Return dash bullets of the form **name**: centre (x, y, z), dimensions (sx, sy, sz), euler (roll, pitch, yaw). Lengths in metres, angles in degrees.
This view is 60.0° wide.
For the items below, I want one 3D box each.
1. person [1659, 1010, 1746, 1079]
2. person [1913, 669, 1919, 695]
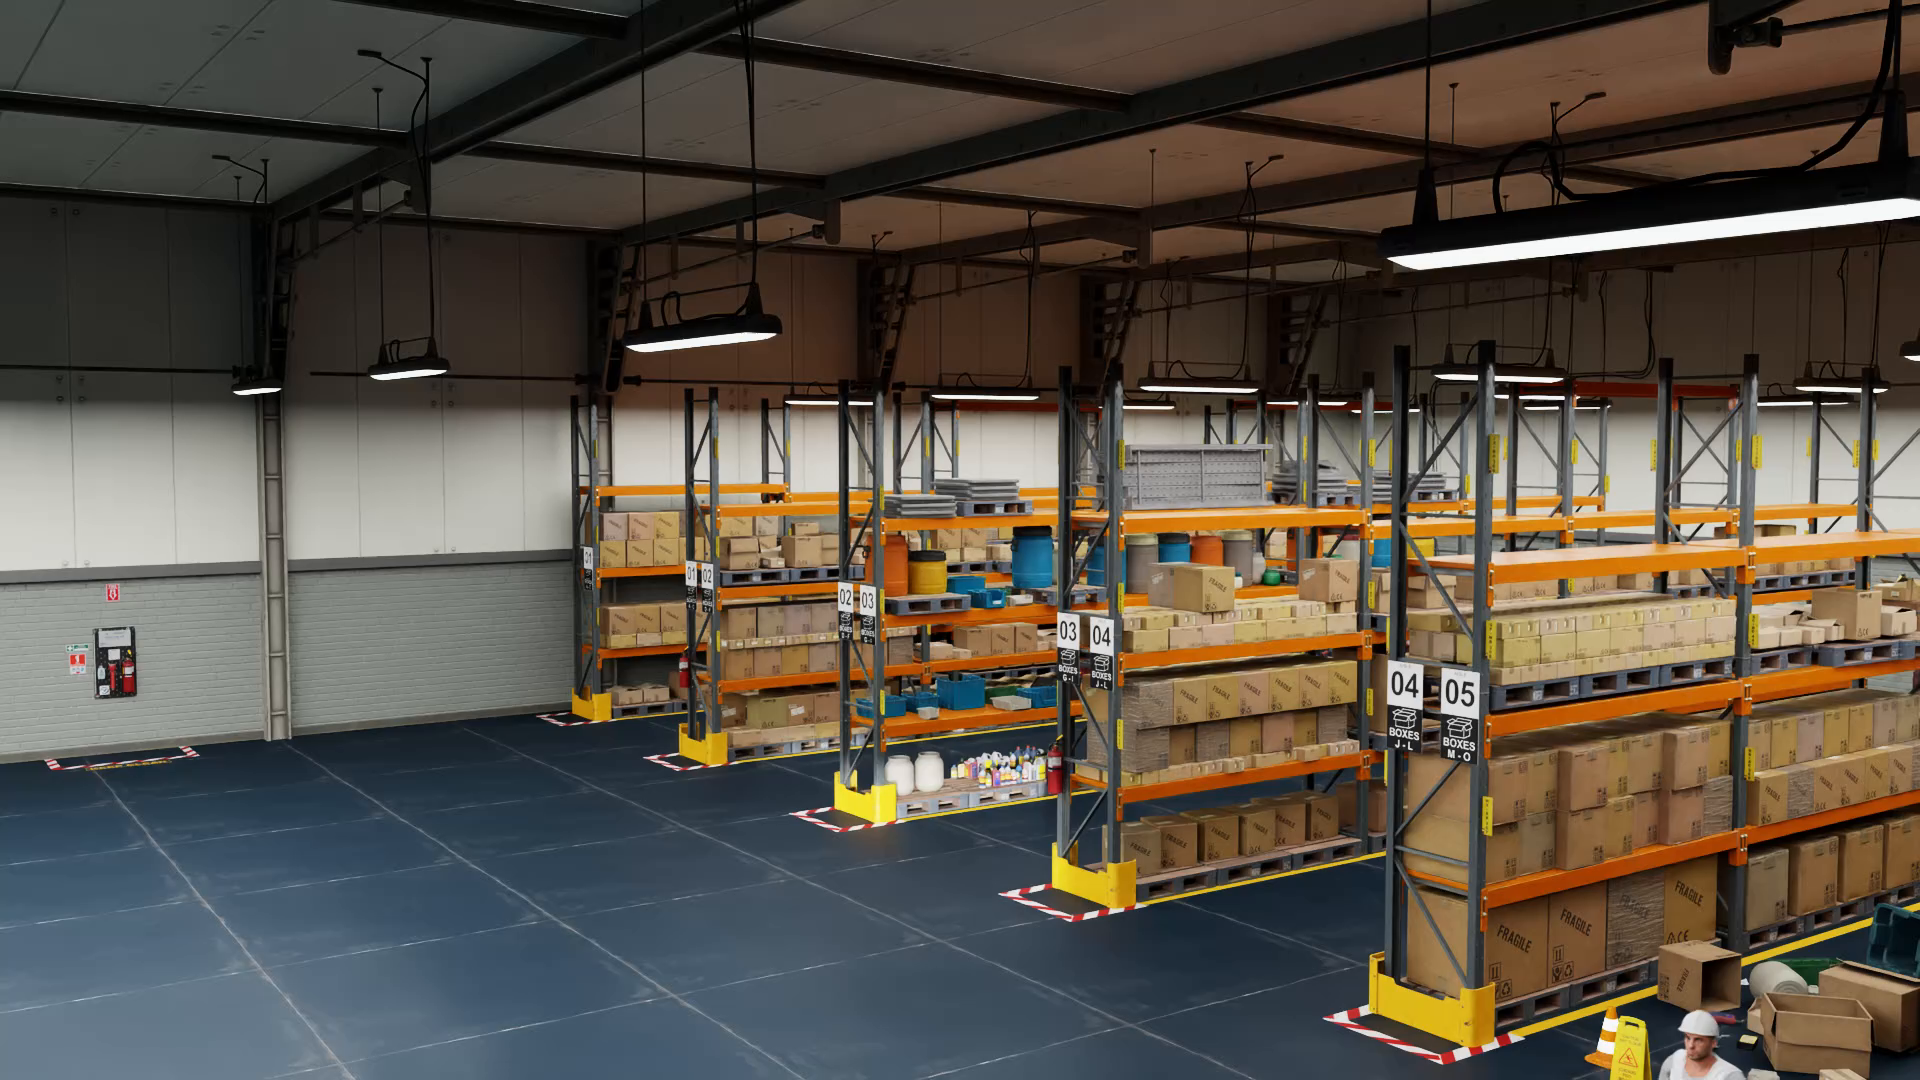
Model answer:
- **person**: centre (4.334, 3.663, 9.858), dimensions (0.921, 1.744, 0.547), euler (-2, 4, -28)
- **person**: centre (15.995, 2.624, 27.407), dimensions (0.581, 1.794, 0.695), euler (0, 3, 5)
